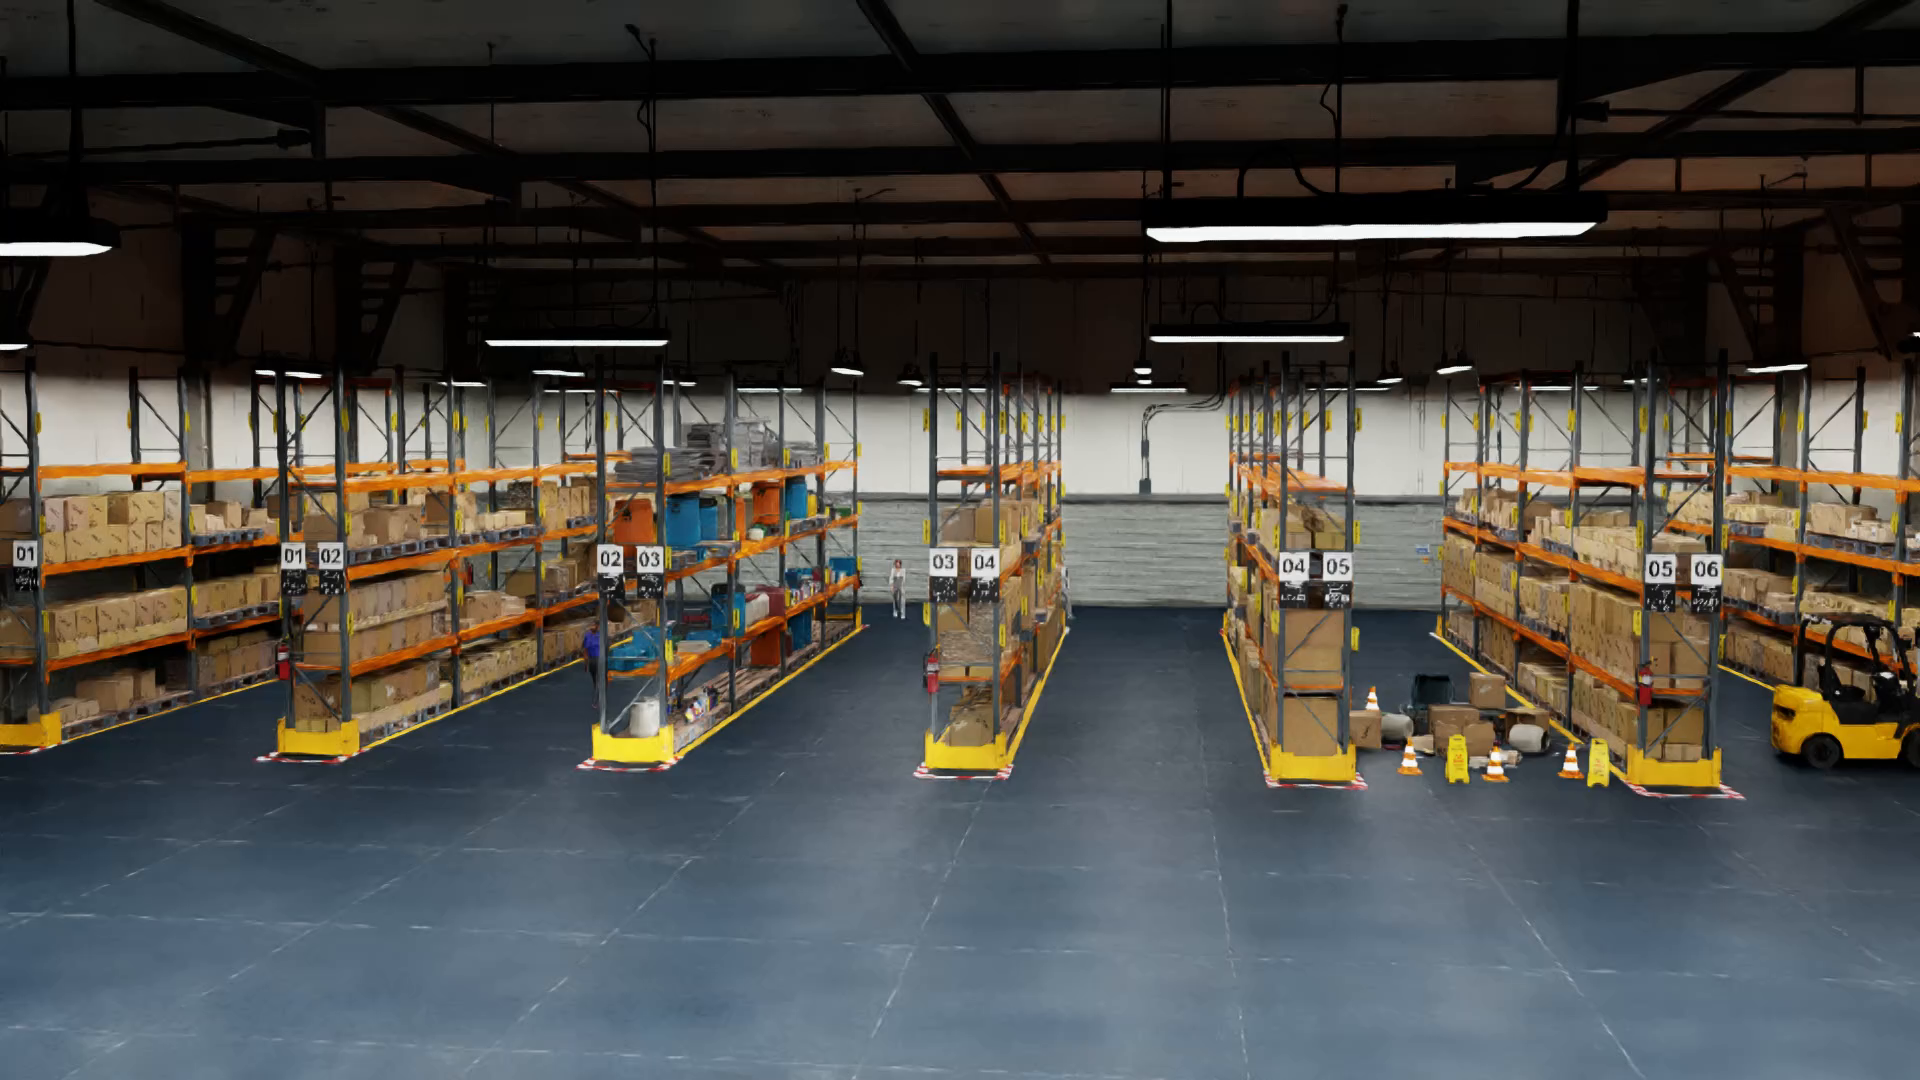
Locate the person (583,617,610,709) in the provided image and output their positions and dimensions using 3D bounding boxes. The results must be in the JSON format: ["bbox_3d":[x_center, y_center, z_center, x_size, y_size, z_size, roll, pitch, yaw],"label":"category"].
[{"bbox_3d":[-6.393,2.135,29.191,0.447,1.574,1.088,1,4,9],"label":"person"}]

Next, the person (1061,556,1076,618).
[{"bbox_3d":[2.549,1.202,42.313,0.640,1.613,0.771,-1,4,-13],"label":"person"}]

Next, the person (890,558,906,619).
[{"bbox_3d":[-1.583,1.224,42.396,0.412,1.533,0.955,0,4,-1],"label":"person"}]

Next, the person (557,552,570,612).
[{"bbox_3d":[-10.069,1.159,42.080,0.553,1.706,1.123,1,4,9],"label":"person"}]
